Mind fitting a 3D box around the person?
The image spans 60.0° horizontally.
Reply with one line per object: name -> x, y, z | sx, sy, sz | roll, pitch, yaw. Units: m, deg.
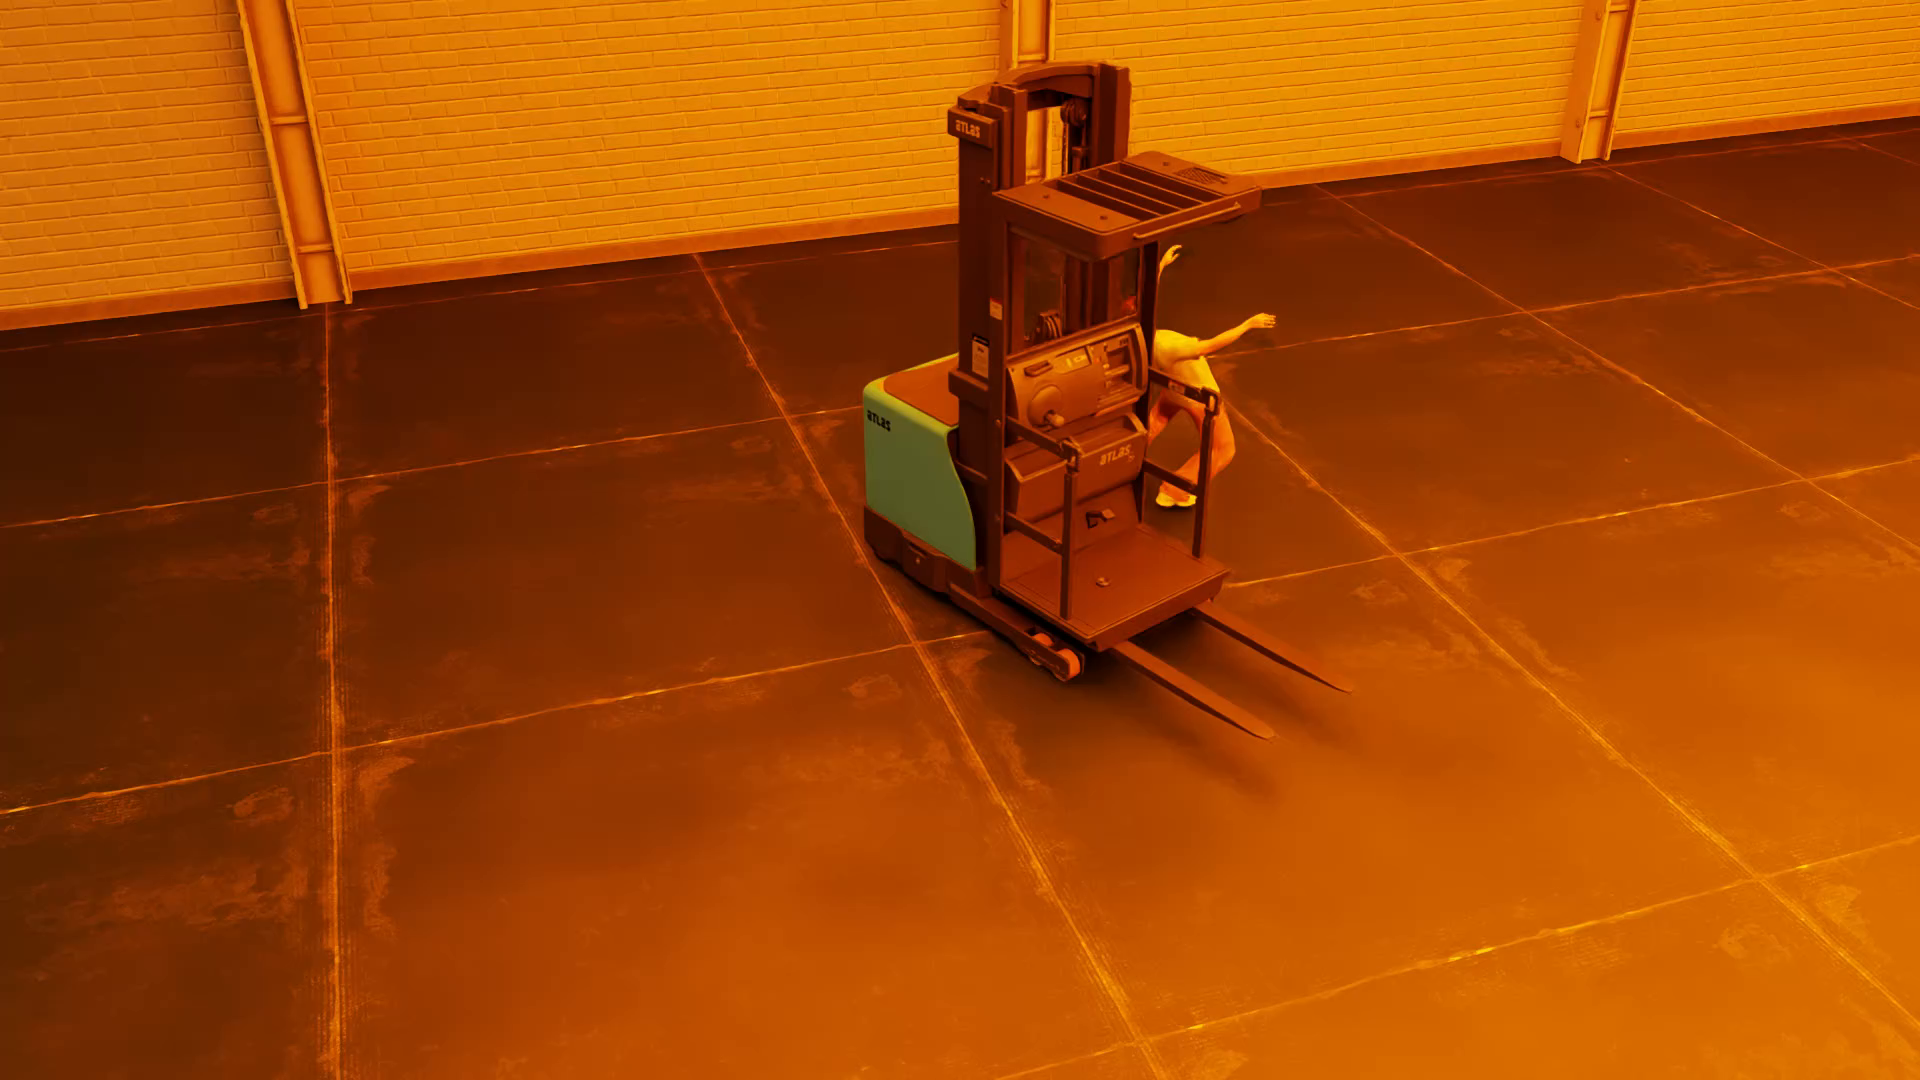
person -> 1.342, -0.895, 9.991 | 0.659, 1.549, 0.941 | -22, 36, -33

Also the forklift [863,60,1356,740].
forklift -> 0.758, -0.814, 8.502 | 1.130, 2.935, 3.031 | -22, 37, -34
